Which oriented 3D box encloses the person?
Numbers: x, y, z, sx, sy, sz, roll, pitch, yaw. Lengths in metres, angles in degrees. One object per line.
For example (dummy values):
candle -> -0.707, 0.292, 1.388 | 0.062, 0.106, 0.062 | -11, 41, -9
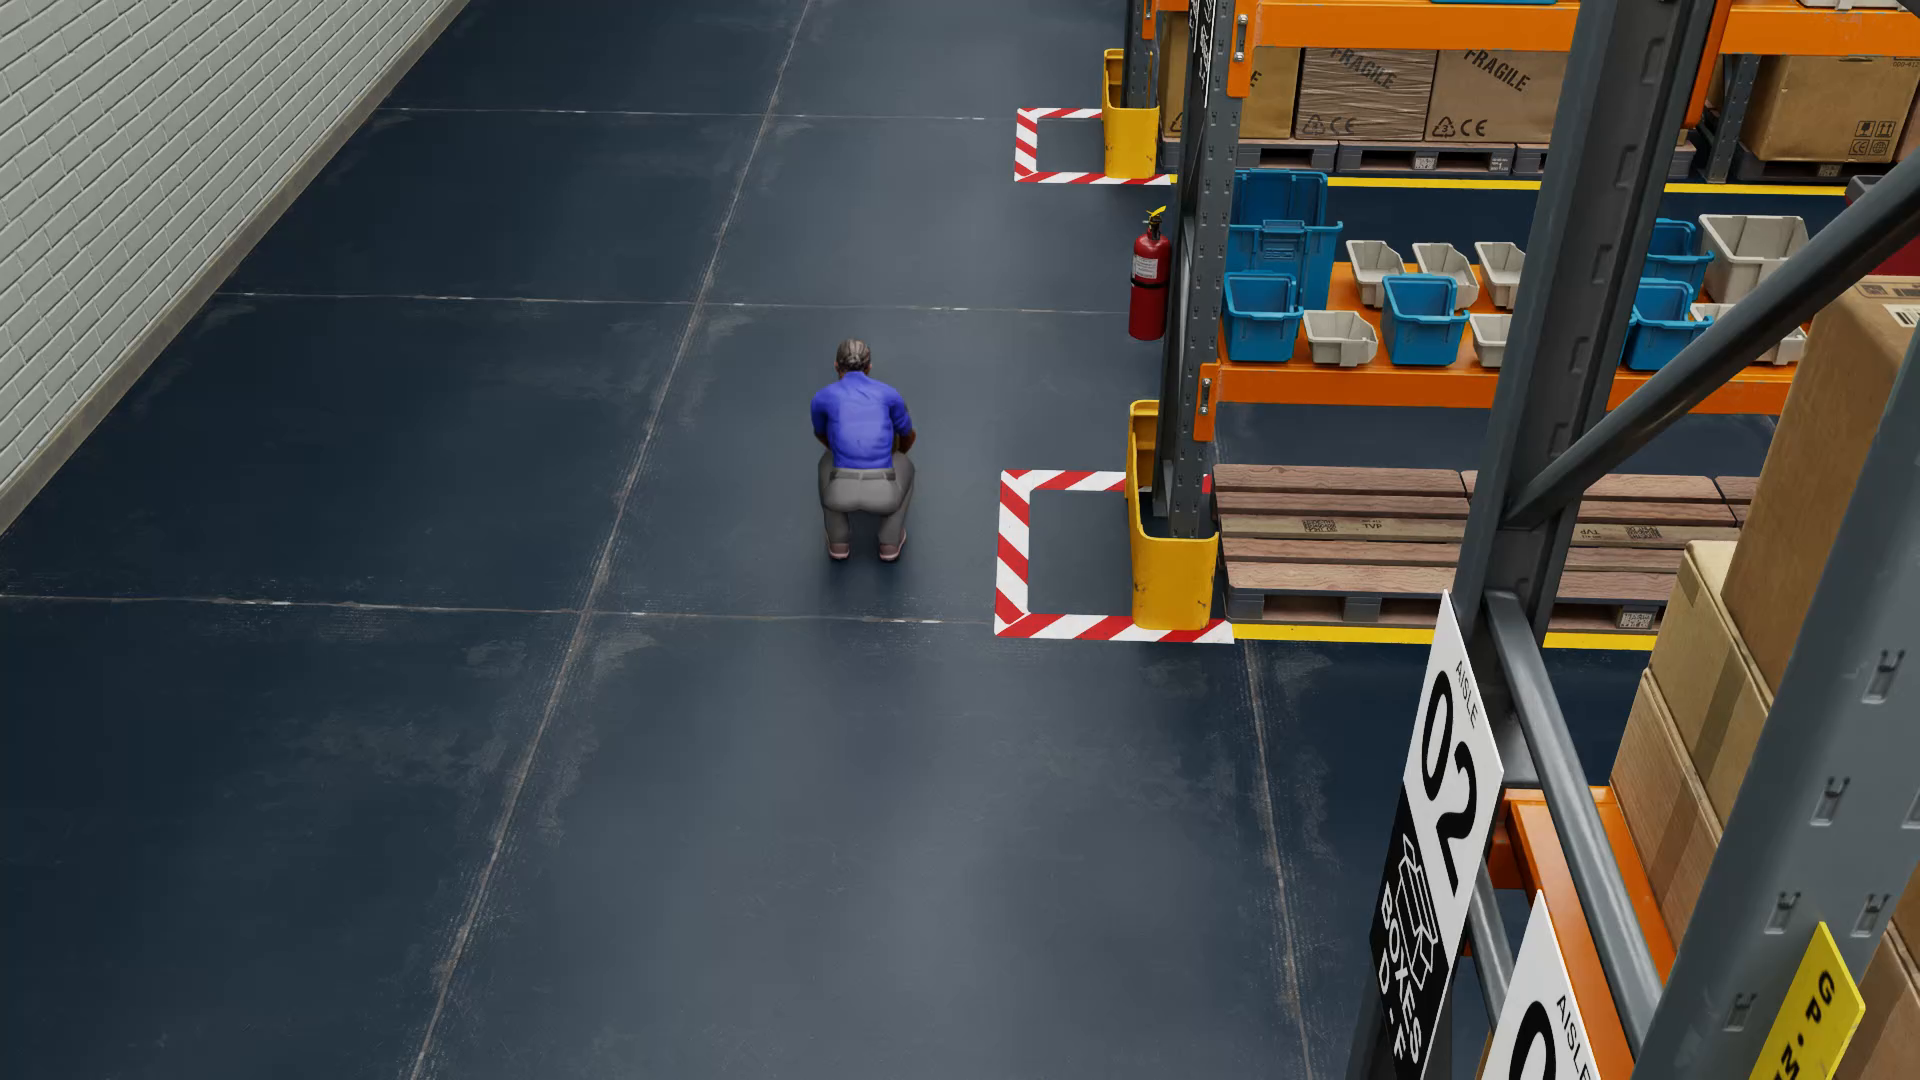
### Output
person -> -0.468, -0.428, 7.886 | 0.499, 0.916, 0.827 | 1, 36, 2
